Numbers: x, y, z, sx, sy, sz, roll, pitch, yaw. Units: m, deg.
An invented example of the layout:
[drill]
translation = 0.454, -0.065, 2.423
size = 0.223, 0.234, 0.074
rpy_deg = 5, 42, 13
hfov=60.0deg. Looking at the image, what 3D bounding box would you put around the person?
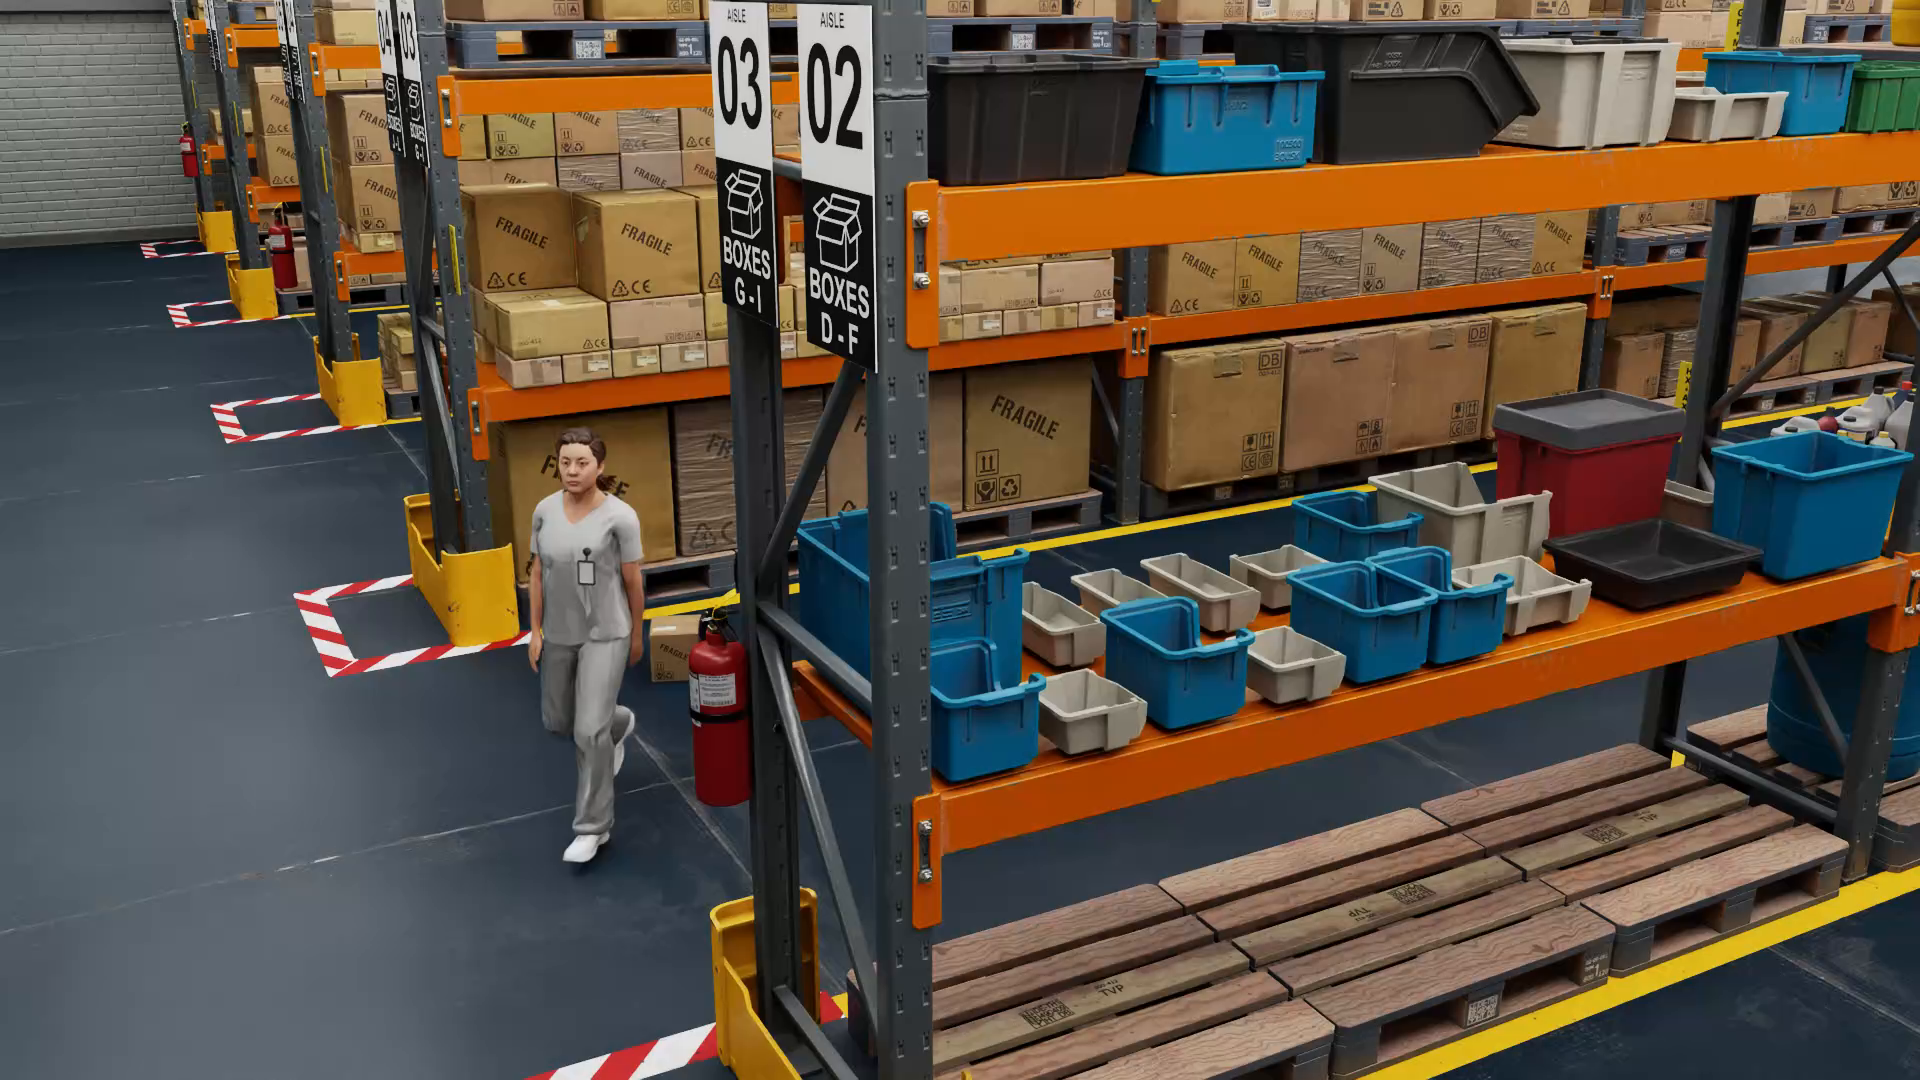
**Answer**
[person]
translation = -1.428, 0.353, 6.471
size = 0.438, 1.640, 0.823
rpy_deg = 5, 19, 14
